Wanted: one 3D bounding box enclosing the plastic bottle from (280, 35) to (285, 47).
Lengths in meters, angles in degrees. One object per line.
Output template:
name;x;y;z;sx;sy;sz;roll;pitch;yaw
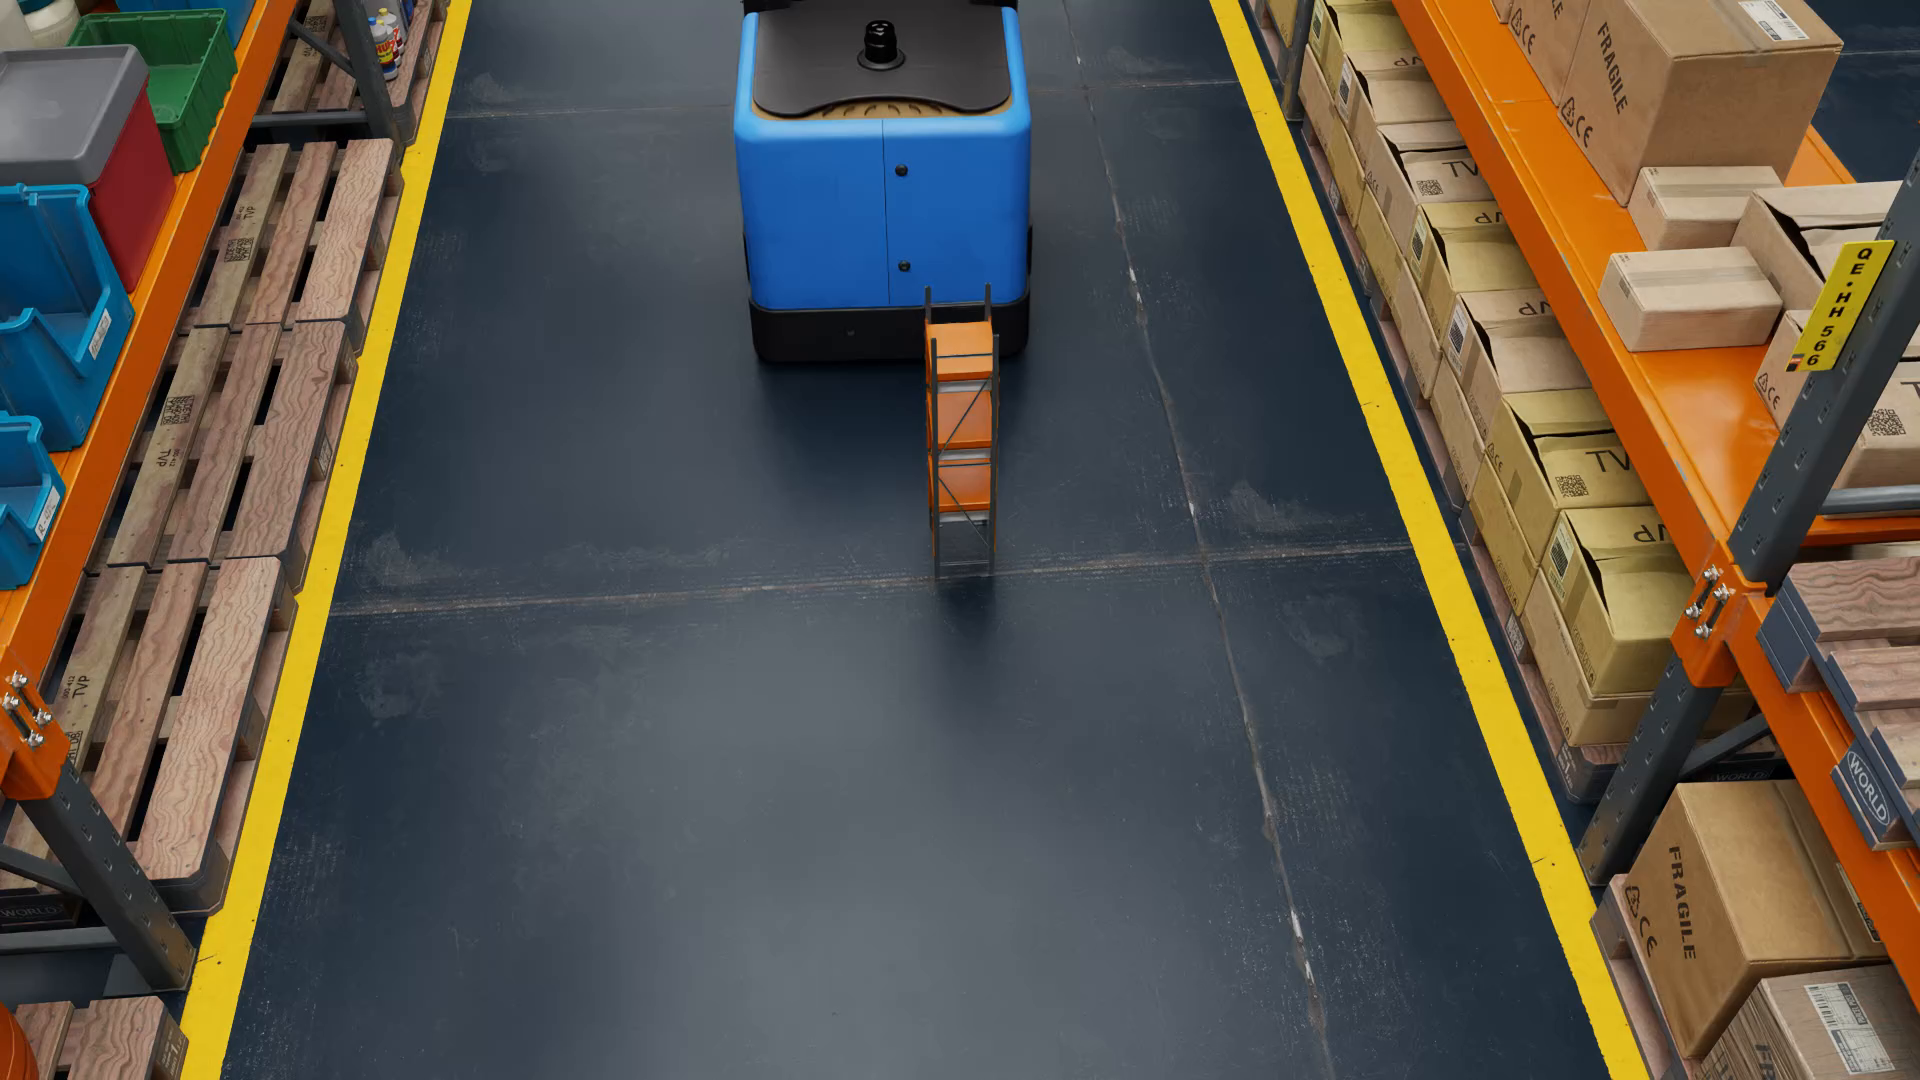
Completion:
plastic bottle;-3.160;-2.395;7.473;0.144;0.351;0.185;-3;47;-3

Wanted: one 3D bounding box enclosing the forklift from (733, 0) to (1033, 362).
forklift;-0.325;-2.743;6.329;1.130;2.935;3.031;-2;47;-2

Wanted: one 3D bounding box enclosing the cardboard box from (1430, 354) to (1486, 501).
cardboard box;1.935;-0.403;5.670;0.500;0.250;0.500;-3;47;-2

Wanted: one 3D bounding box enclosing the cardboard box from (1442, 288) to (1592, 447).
cardboard box;1.929;-0.598;5.469;0.500;0.311;0.500;-4;47;-4

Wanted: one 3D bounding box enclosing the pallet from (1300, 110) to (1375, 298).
pallet;2.074;-1.506;7.031;1.003;0.211;1.213;-3;47;-3

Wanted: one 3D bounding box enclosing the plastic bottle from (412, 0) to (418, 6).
plastic bottle;-2.633;-2.683;7.747;0.144;0.351;0.185;-5;47;-5

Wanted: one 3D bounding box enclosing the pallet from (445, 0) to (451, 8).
pallet;-3.083;-3.111;8.551;1.003;0.211;1.213;-3;47;-3

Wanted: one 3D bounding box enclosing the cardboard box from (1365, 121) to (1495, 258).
cardboard box;1.841;-1.336;6.168;0.500;0.311;0.500;-5;47;-5

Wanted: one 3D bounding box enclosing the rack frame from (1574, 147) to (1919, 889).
rack frame;2.308;-0.101;3.780;1.000;3.000;0.127;-3;47;-3

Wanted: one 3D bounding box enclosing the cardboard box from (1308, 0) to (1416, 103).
cardboard box;1.760;-2.073;6.866;0.500;0.311;0.500;-3;47;-3

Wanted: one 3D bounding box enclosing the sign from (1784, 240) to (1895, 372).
sign;1.755;-0.463;3.325;0.100;0.325;0.005;-3;47;-3

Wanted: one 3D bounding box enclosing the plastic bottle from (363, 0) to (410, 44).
plastic bottle;-2.607;-2.401;7.531;0.152;0.276;0.135;-2;47;-2

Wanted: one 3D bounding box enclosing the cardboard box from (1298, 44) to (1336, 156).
cardboard box;1.760;-1.887;7.076;0.500;0.250;0.500;-5;47;-4

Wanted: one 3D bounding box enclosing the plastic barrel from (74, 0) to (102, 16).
plastic barrel;-3.101;-2.038;5.521;0.433;0.535;0.433;0;47;0

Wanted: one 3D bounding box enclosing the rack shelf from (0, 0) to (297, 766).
rack shelf;-2.796;-1.003;5.129;1.077;0.370;4.000;-3;47;-3

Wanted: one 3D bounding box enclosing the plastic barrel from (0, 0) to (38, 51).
plastic barrel;-3.040;-1.507;5.018;0.433;0.535;0.433;0;47;0

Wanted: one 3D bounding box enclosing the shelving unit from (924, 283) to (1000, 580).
shelving unit;0.004;-0.322;5.332;0.215;1.050;0.252;-3;47;-3

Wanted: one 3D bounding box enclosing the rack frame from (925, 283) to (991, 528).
rack frame;-0.006;-0.411;5.416;0.200;1.050;0.008;-3;47;-3

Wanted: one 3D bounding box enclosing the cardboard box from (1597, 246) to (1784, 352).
cardboard box;1.958;-0.649;4.472;0.380;0.149;0.250;-3;47;-3

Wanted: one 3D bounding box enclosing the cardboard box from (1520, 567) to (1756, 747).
cardboard box;2.021;0.334;4.972;0.500;0.250;0.500;-2;47;-2

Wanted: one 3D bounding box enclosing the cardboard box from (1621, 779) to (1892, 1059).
cardboard box;2.061;0.954;4.199;0.500;0.500;0.500;-2;47;-2

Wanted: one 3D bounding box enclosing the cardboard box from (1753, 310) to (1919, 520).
cardboard box;2.321;-0.336;4.064;0.500;0.311;0.500;-1;47;-1

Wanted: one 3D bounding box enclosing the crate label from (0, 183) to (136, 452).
crate label;-2.442;-0.550;4.181;0.502;0.435;0.616;-3;47;-3

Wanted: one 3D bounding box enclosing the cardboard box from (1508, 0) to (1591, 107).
cardboard box;2.107;-1.730;5.253;0.500;0.500;0.500;-3;47;-3

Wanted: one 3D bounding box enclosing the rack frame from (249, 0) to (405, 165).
rack frame;-2.963;-2.697;6.238;1.000;3.000;0.127;-3;47;-3

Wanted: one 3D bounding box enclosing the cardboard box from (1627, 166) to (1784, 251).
cardboard box;2.145;-0.934;4.742;0.380;0.149;0.250;0;47;0

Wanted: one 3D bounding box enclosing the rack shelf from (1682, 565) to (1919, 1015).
rack shelf;2.476;1.593;2.671;1.077;0.370;4.000;-3;47;-3

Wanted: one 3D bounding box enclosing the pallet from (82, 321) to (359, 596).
pallet;-2.753;-0.288;5.877;1.003;0.211;1.213;-3;47;-3

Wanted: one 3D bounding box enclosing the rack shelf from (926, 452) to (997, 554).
rack shelf;0.004;-0.124;5.542;0.215;0.259;0.240;-3;47;-3

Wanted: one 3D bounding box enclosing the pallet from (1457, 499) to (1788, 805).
pallet;2.278;0.260;5.359;1.003;0.211;1.213;-3;47;-3

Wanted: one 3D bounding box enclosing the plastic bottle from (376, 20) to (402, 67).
plastic bottle;-2.561;-2.217;7.408;0.097;0.201;0.097;0;47;0

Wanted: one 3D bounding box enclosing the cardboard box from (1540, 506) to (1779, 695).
cardboard box;2.019;0.143;4.767;0.500;0.311;0.500;-2;47;-2

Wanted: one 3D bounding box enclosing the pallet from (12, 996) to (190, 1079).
pallet;-2.521;1.724;3.972;1.003;0.211;1.213;-3;47;-3

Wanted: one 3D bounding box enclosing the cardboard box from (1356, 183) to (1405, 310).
cardboard box;1.848;-1.143;6.371;0.500;0.250;0.500;-5;47;-5

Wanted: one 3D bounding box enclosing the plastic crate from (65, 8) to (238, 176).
plastic crate;-2.536;-1.381;5.138;0.450;0.188;0.662;-3;47;-3

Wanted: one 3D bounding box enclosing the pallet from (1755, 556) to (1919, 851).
pallet;2.435;0.451;3.389;1.213;0.211;1.003;-3;47;-3
